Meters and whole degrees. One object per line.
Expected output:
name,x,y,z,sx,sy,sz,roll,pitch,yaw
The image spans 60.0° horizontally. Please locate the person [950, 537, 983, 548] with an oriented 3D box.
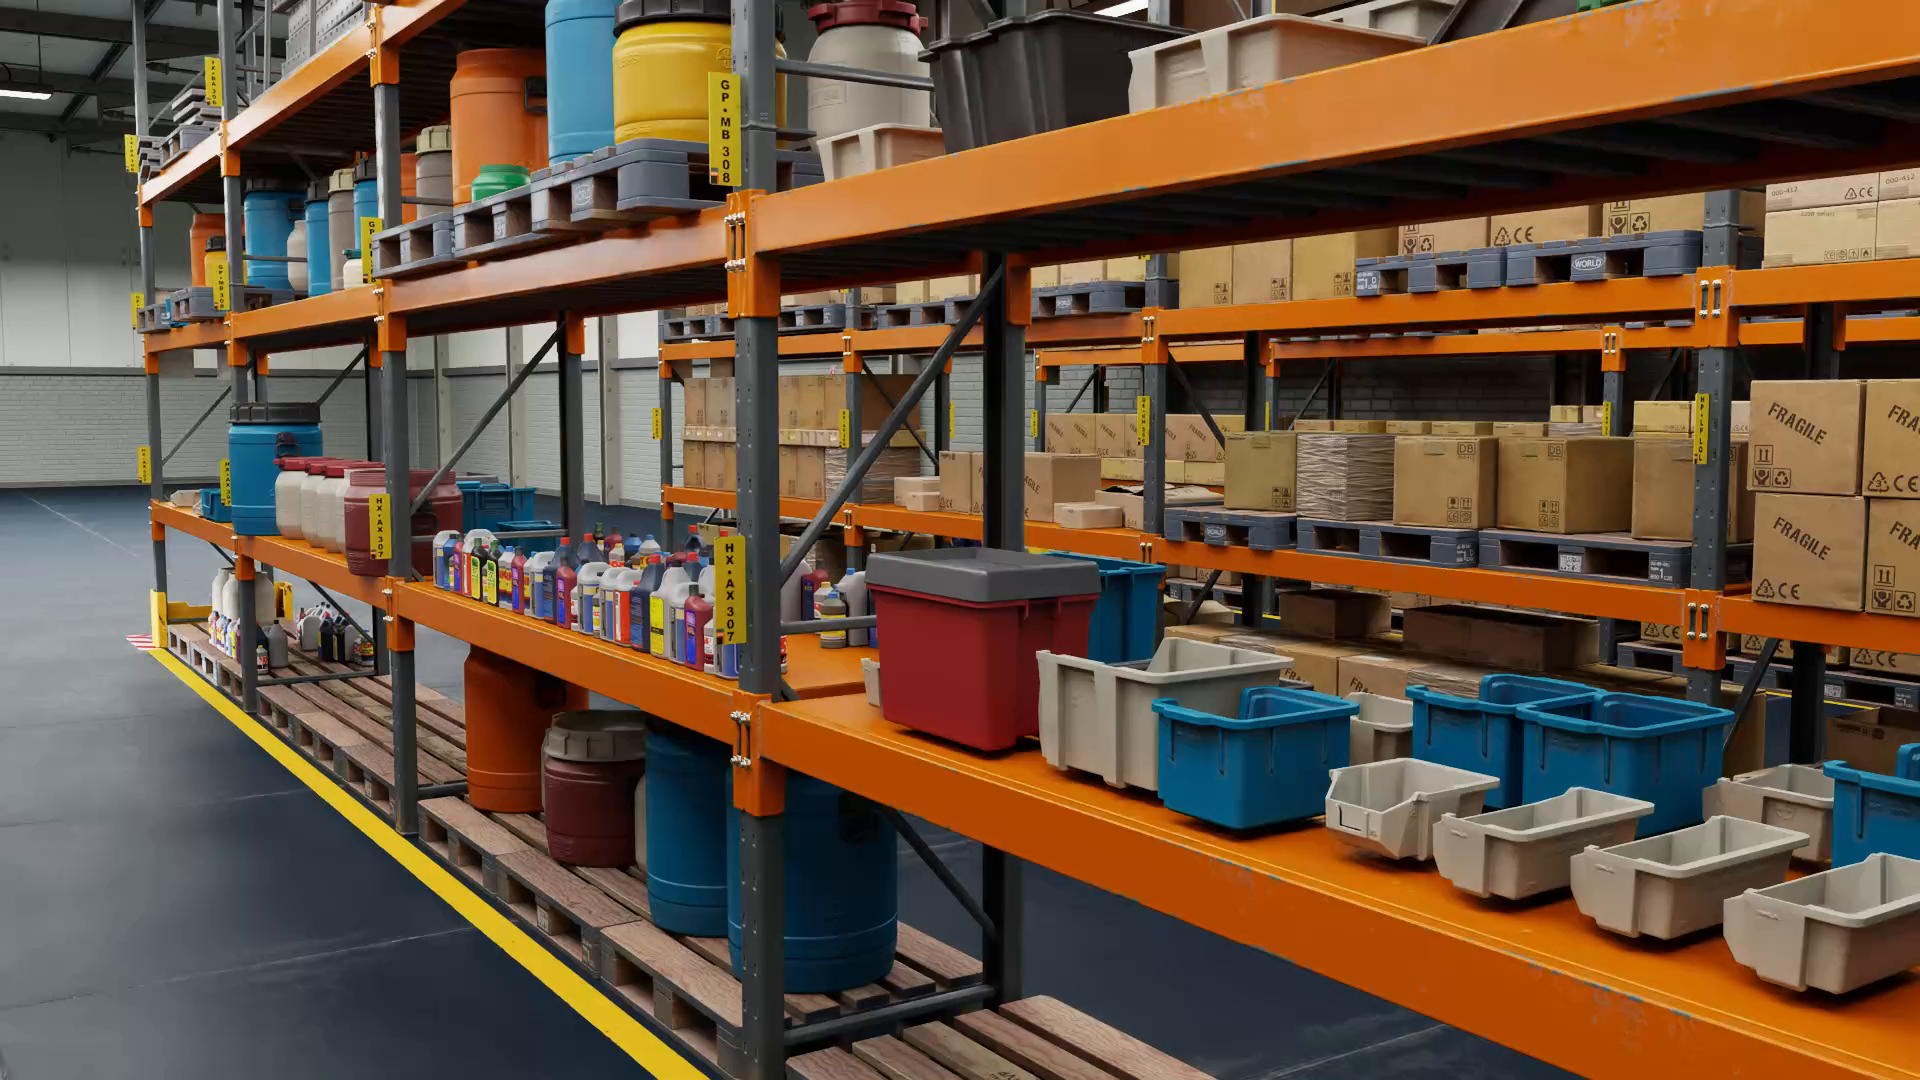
person,0.020,-0.010,16.743,0.564,1.652,0.374,-4,6,-36
